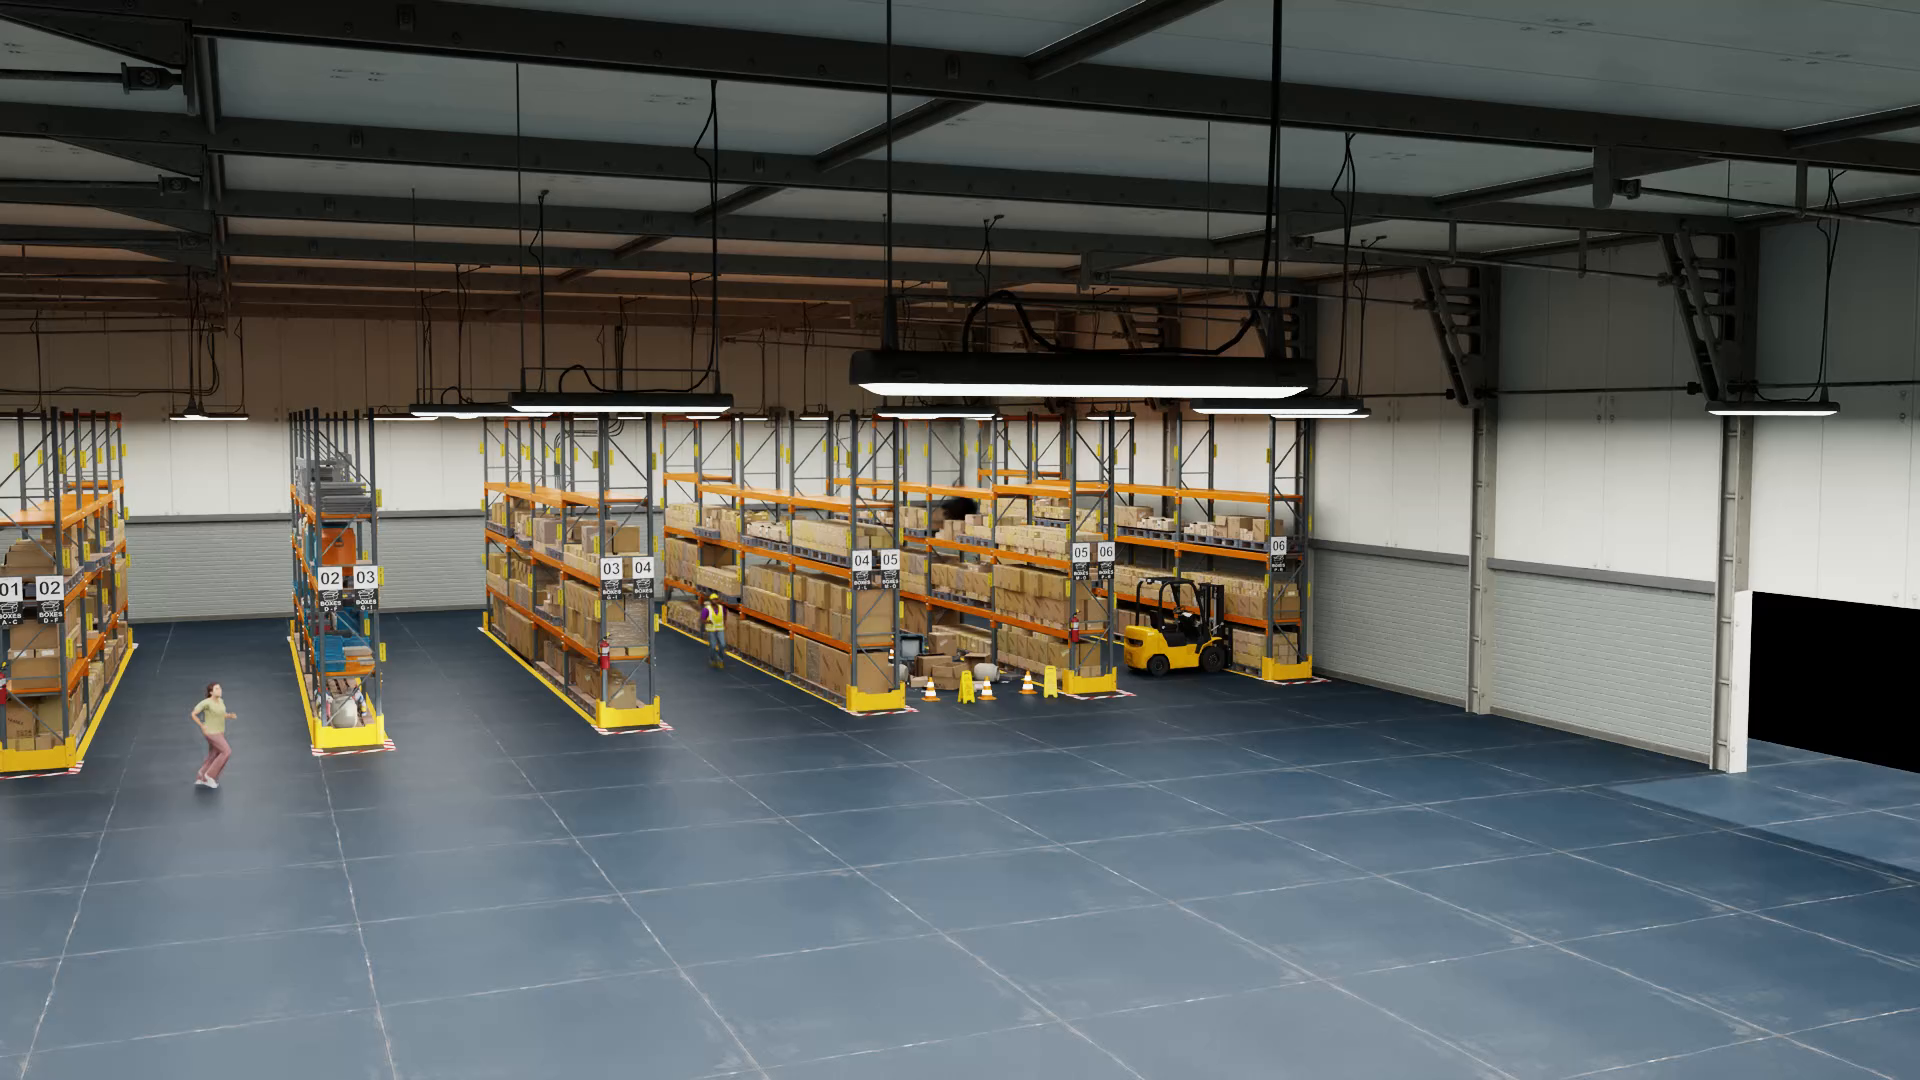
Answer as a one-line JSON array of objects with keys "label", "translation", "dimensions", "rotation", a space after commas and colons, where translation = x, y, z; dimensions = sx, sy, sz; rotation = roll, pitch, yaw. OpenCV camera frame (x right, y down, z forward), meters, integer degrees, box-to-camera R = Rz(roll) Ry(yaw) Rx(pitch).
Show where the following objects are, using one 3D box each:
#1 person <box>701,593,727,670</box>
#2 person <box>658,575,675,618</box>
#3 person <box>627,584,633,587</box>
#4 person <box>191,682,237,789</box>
[{"label": "person", "translation": [-5.697, 2.139, 38.746], "dimensions": [0.671, 1.793, 0.722], "rotation": [-2, 4, -22]}, {"label": "person", "translation": [-8.622, 1.467, 49.308], "dimensions": [0.825, 1.628, 0.600], "rotation": [-3, 5, -34]}, {"label": "person", "translation": [-9.645, 1.532, 47.726], "dimensions": [0.686, 1.733, 0.809], "rotation": [1, 4, 18]}, {"label": "person", "translation": [-11.714, 3.064, 26.178], "dimensions": [0.644, 1.669, 0.553], "rotation": [0, 4, 6]}]
